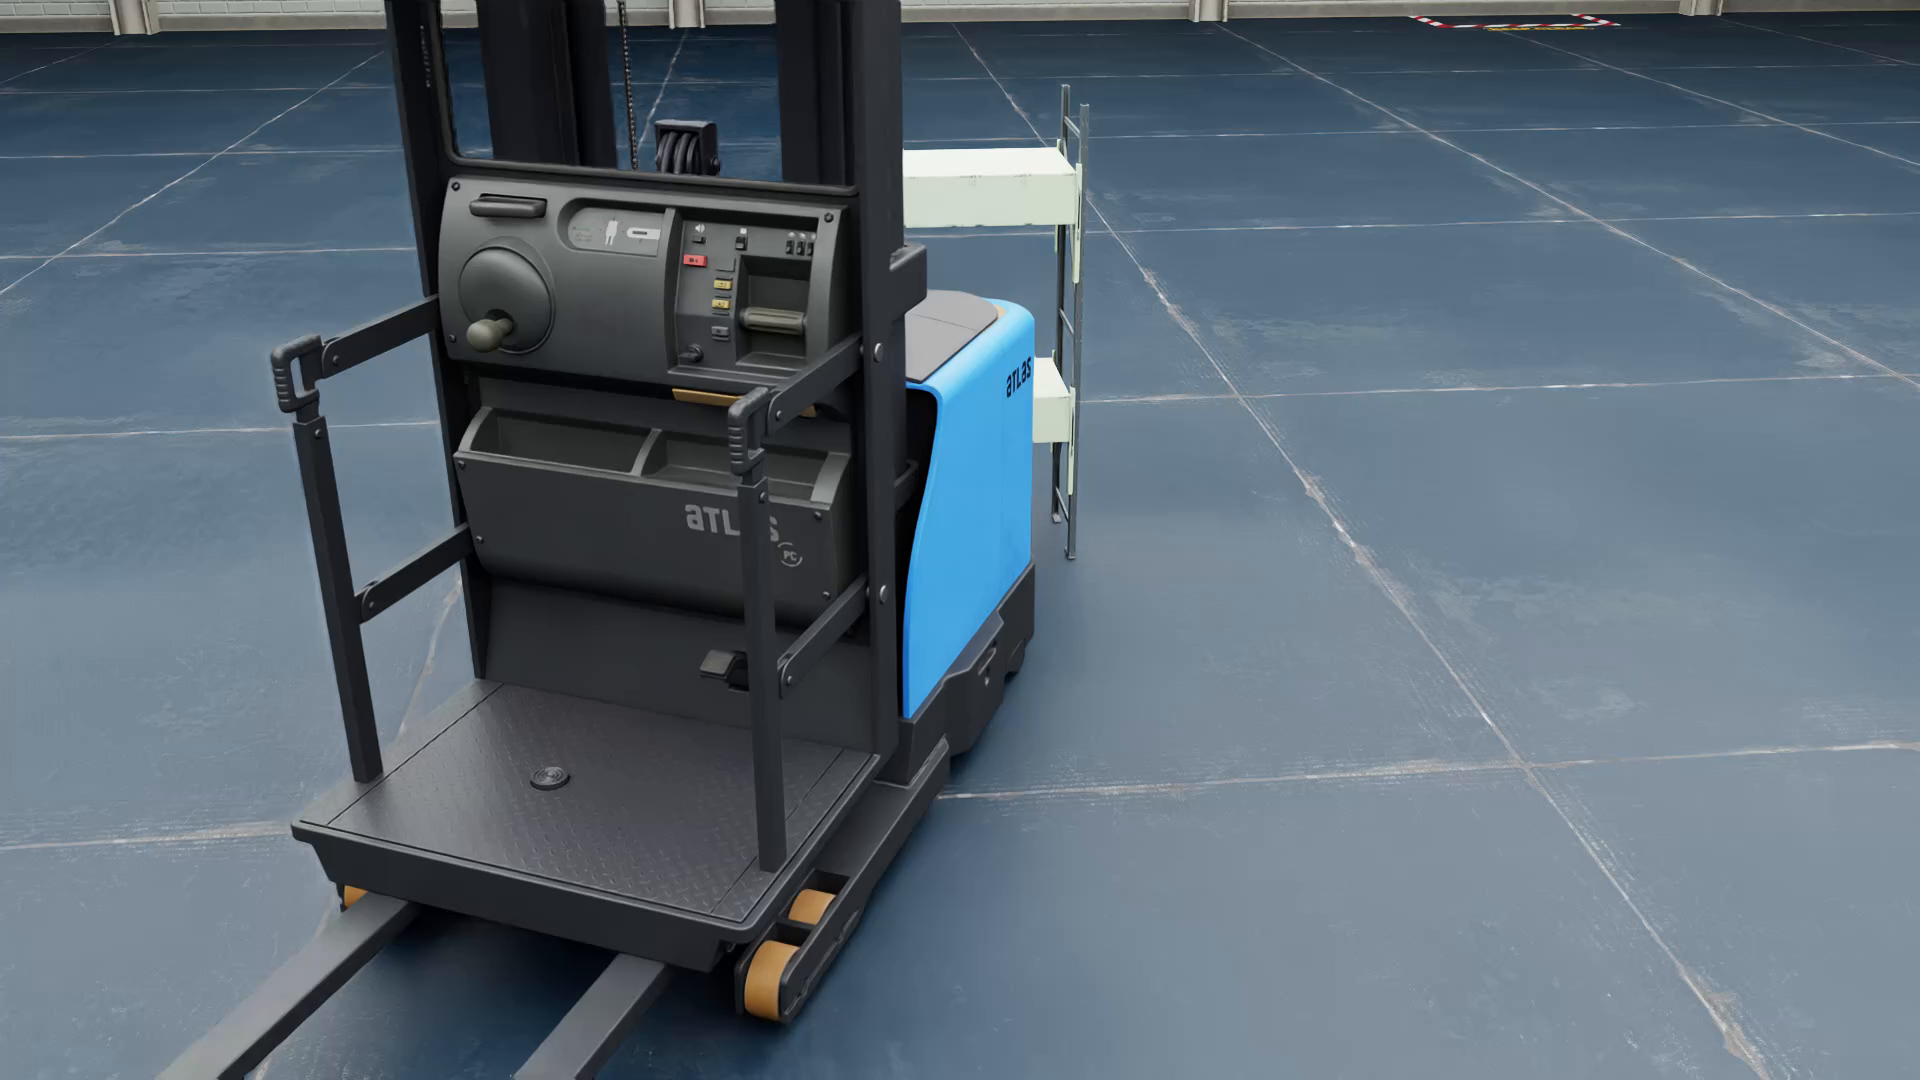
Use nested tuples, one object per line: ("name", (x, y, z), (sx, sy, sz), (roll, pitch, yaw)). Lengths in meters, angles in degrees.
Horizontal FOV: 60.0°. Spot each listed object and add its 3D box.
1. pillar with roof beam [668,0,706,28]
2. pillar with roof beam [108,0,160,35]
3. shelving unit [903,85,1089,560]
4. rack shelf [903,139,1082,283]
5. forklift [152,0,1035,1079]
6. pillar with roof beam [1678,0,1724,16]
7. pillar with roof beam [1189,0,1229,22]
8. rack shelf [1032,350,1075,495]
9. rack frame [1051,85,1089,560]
("pillar with roof beam", (-2.659, -8.197, 13.112), (0.400, 9.000, 9.100), (-2, 24, -5))
("pillar with roof beam", (-8.630, -7.957, 12.573), (0.400, 9.000, 9.100), (-2, 24, -5))
("shelving unit", (-0.007, -0.685, 5.445), (0.755, 1.500, 0.431), (-2, 24, -5))
("rack shelf", (-0.007, -1.042, 5.286), (0.720, 0.370, 0.431), (-2, 24, -5))
("forklift", (-0.756, -0.519, 3.310), (1.130, 2.935, 3.031), (8, 25, 18))
("pillar with roof beam", (9.283, -8.676, 14.190), (0.400, 9.000, 9.100), (-2, 24, -5))
("pillar with roof beam", (3.312, -8.436, 13.651), (0.400, 9.000, 9.100), (-2, 24, -5))
("rack shelf", (-0.007, -0.387, 5.577), (0.720, 0.370, 0.431), (-2, 24, -5))
("rack frame", (0.358, -0.700, 5.478), (0.023, 1.500, 0.400), (-2, 24, -5))
